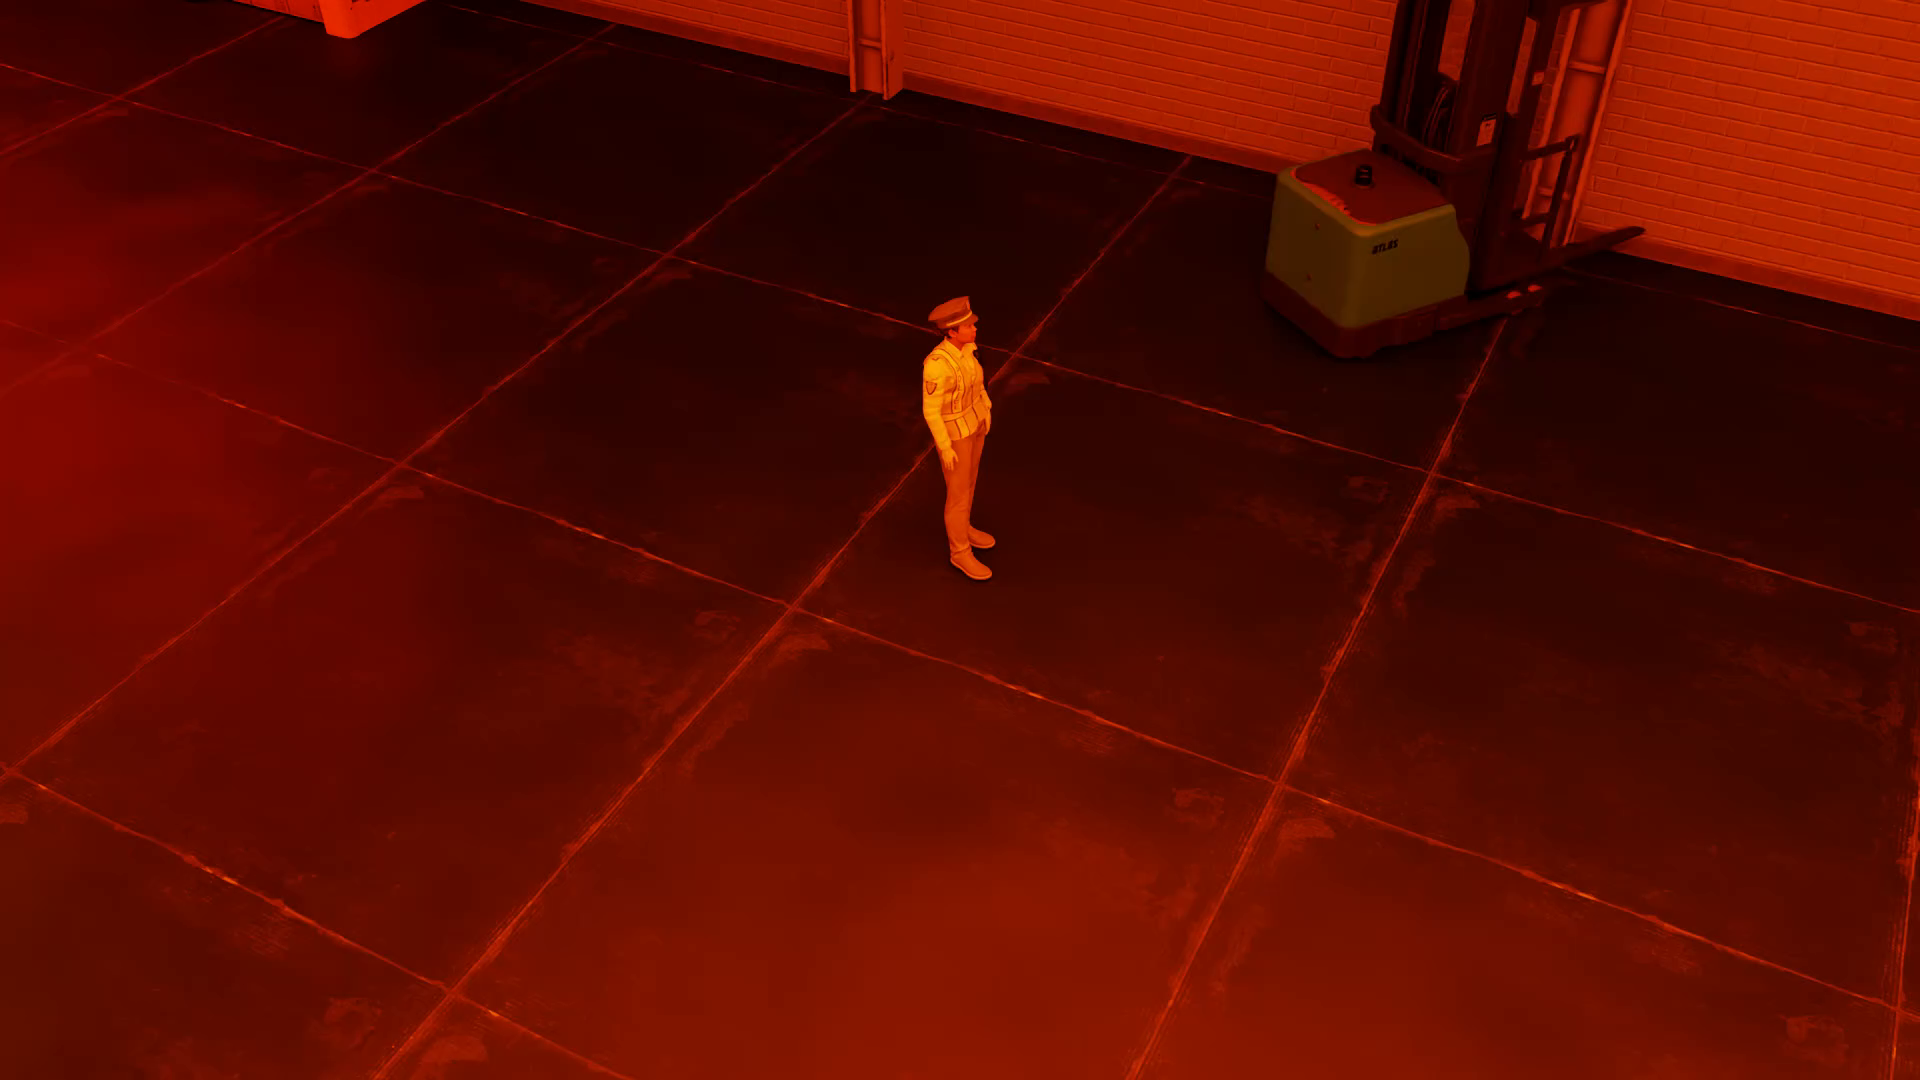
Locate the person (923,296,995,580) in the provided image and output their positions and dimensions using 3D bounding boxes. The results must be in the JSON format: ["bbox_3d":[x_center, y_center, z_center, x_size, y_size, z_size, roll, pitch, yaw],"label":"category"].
[{"bbox_3d":[0.058,-0.629,9.682,0.530,1.694,0.586,18,43,21],"label":"person"}]

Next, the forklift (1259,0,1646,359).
[{"bbox_3d":[3.760,-3.066,11.626,3.031,2.935,1.130,-19,44,-21],"label":"forklift"}]
